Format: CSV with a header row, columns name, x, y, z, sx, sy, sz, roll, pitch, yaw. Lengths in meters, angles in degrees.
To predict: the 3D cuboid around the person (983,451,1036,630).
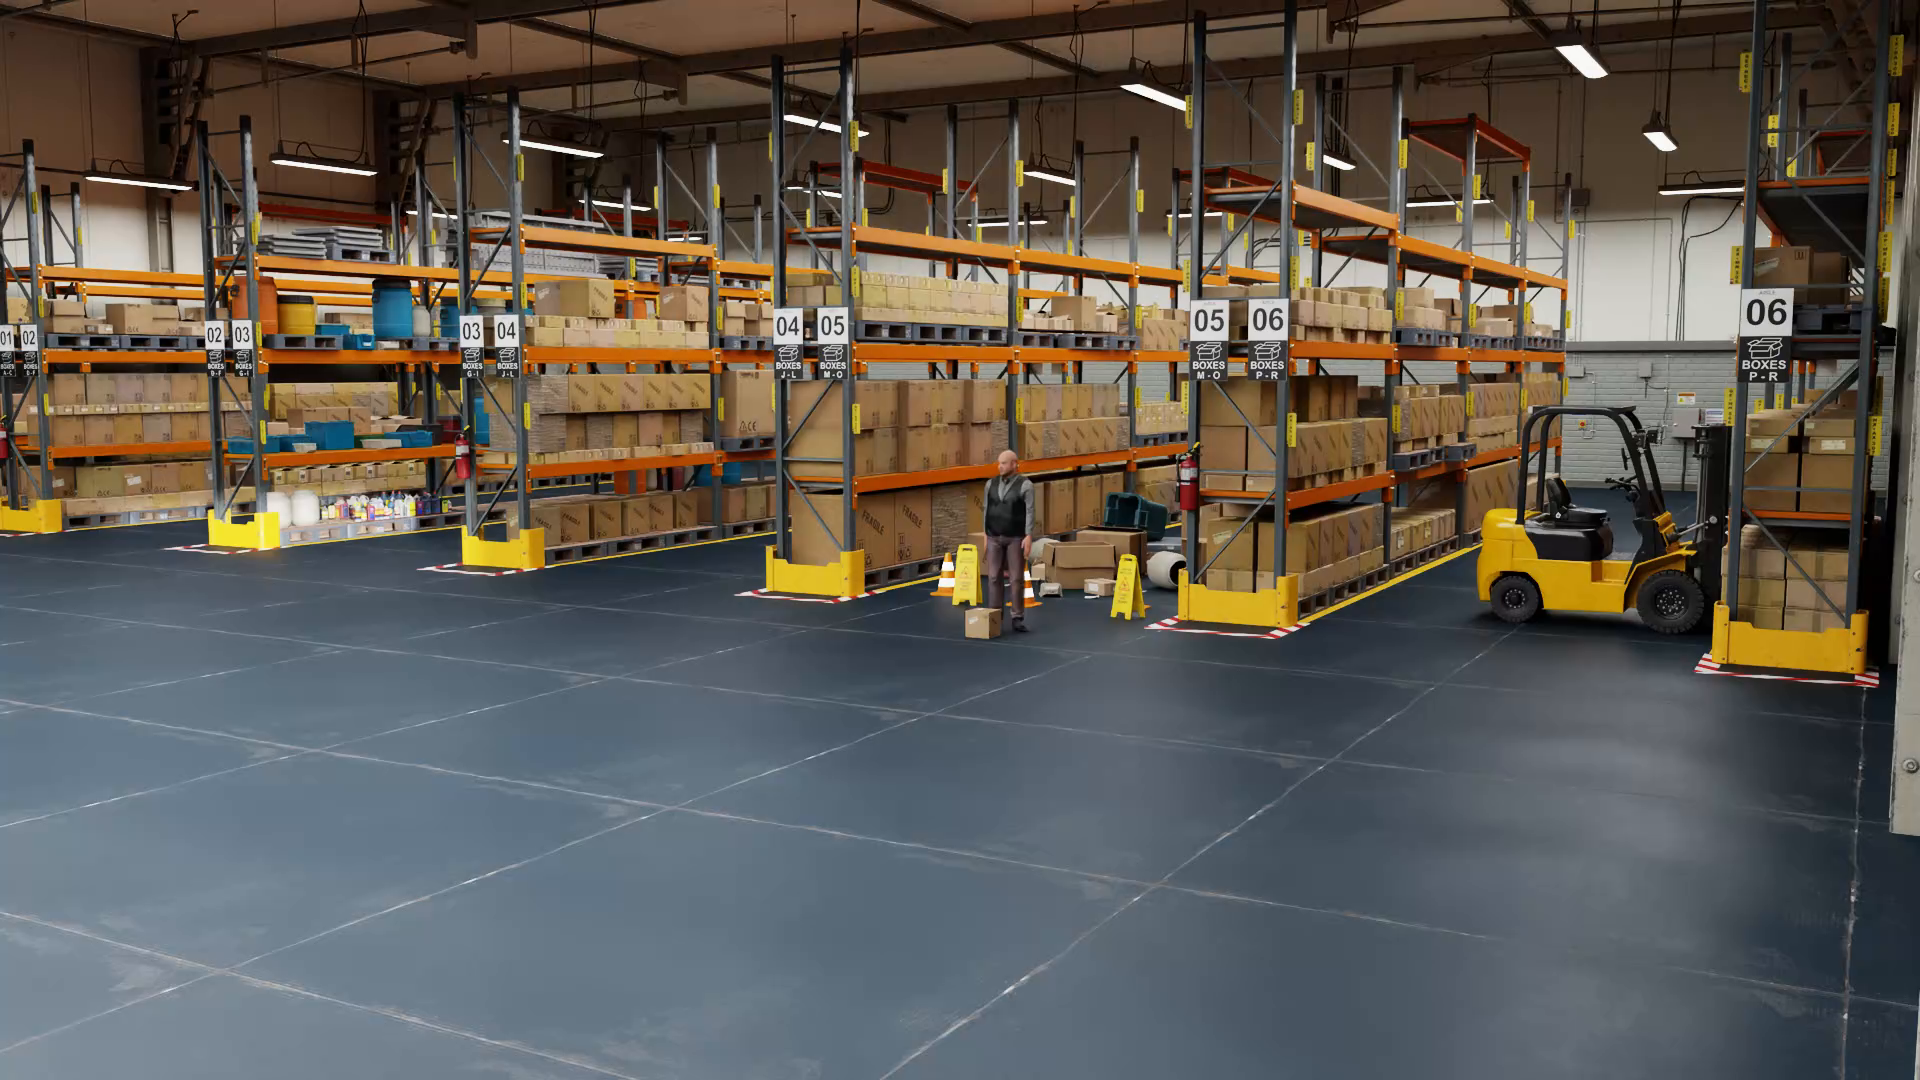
name,x,y,z,sx,sy,sz,roll,pitch,yaw
person,0.465,-0.004,16.105,0.558,1.726,0.357,2,6,22
